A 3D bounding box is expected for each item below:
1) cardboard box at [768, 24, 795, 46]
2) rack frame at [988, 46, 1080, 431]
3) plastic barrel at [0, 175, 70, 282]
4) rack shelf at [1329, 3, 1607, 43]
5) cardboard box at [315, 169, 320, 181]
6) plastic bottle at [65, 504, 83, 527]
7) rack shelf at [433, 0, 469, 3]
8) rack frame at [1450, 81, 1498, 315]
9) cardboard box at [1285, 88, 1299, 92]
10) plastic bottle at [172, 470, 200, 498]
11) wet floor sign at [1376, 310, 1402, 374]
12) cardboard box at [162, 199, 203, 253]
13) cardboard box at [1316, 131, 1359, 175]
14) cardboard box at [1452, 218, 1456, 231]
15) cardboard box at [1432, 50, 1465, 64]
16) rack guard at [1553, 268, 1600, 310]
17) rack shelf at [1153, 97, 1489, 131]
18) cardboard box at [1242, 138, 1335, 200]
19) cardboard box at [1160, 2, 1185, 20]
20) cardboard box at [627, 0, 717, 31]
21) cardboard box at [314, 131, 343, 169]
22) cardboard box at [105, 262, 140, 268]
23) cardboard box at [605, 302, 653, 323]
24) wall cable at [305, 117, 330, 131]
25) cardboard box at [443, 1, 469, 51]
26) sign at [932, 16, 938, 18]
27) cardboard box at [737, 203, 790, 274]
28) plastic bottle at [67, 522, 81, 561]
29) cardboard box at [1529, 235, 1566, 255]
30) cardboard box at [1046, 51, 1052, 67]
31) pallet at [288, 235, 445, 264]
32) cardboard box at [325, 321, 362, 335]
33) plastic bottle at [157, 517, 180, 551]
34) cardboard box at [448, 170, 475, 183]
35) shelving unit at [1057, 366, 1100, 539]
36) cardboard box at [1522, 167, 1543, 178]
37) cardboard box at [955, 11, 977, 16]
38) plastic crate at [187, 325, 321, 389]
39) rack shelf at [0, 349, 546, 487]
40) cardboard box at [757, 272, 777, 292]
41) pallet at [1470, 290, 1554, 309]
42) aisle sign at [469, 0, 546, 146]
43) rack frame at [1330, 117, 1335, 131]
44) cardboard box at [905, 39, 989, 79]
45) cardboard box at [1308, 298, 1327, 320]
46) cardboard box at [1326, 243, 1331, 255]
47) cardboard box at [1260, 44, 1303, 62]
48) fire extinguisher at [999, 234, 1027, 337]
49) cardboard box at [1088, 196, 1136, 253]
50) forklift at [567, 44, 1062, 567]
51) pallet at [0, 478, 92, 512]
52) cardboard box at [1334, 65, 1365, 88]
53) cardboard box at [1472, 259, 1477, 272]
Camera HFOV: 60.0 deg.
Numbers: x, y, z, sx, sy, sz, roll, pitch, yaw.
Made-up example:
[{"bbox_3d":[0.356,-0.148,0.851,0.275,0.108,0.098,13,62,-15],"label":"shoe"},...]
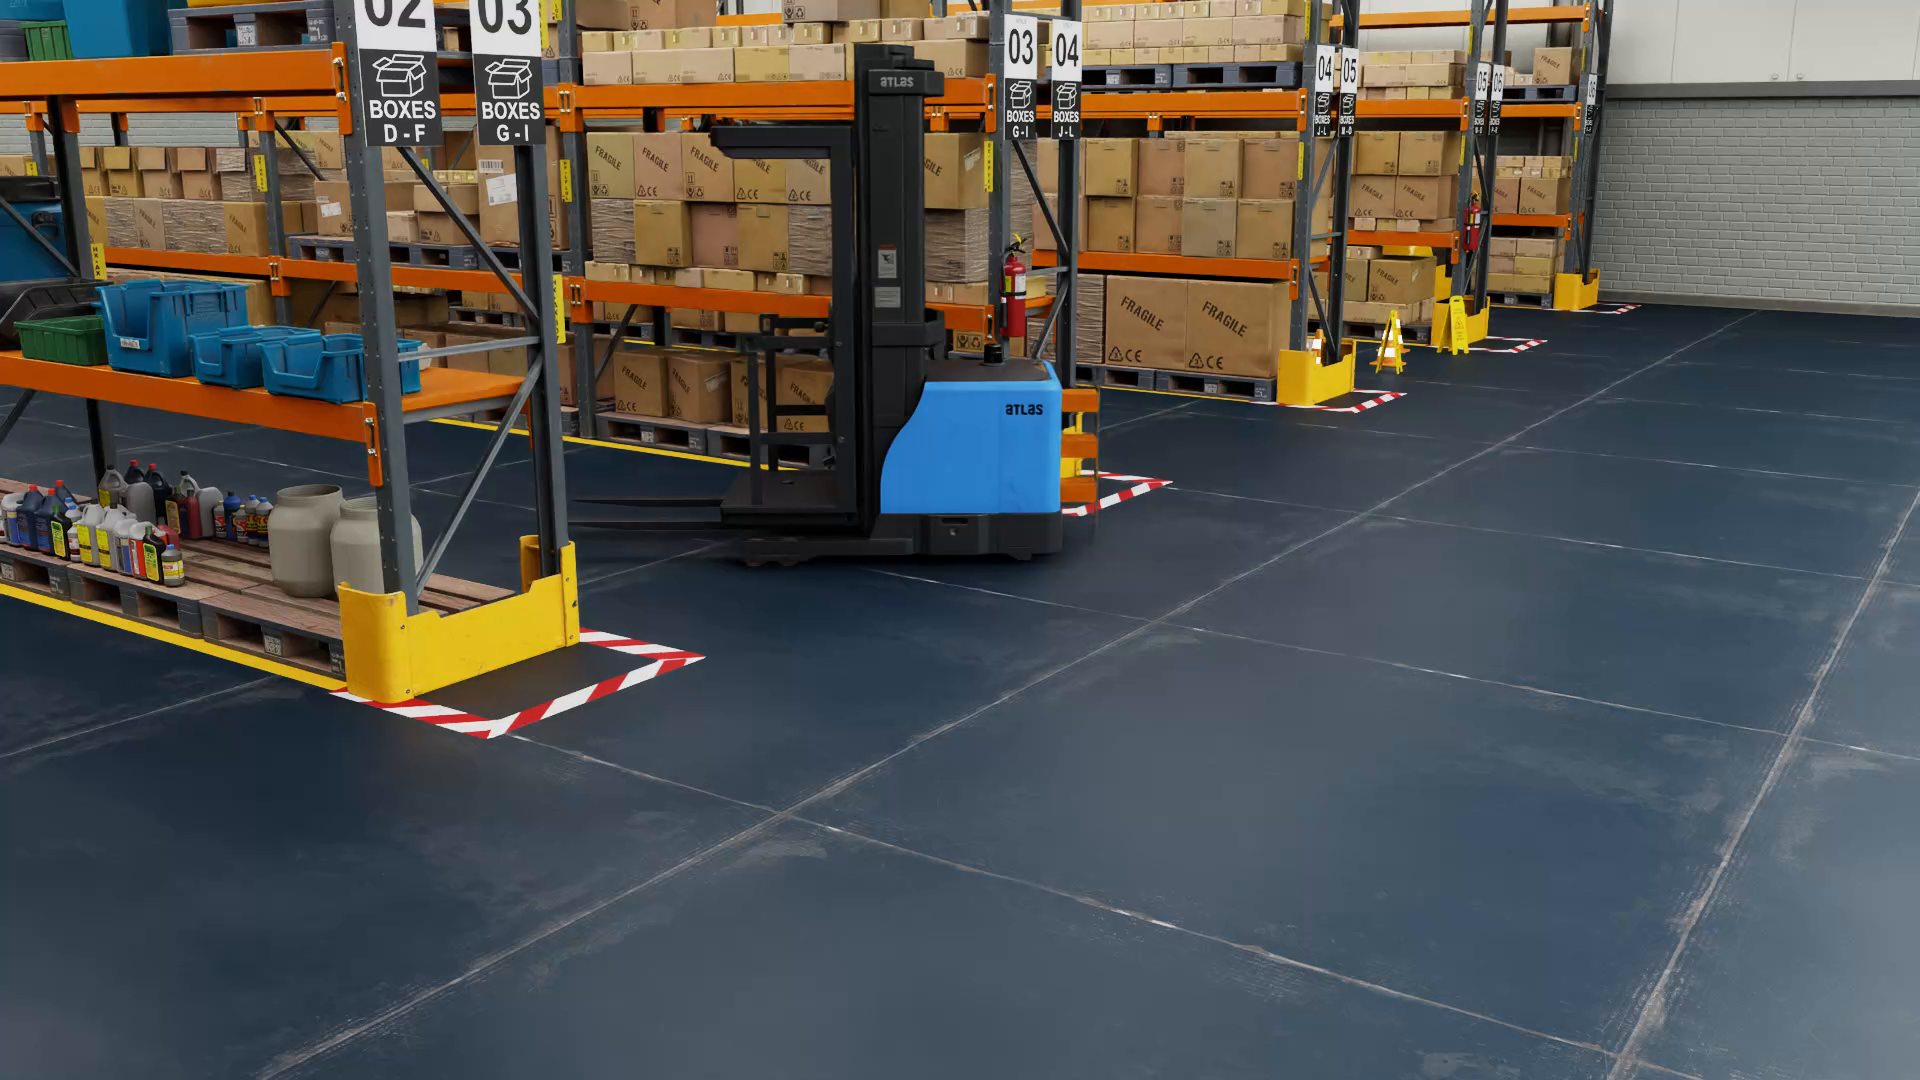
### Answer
[{"bbox_3d":[-1.166,-3.622,11.954,0.250,0.149,0.380,8,16,30],"label":"cardboard box"},{"bbox_3d":[0.516,-1.849,11.549,0.127,3.000,1.000,9,17,33],"label":"rack frame"},{"bbox_3d":[-5.719,-1.753,10.119,0.708,0.901,0.600,9,17,33],"label":"plastic barrel"},{"bbox_3d":[7.154,-7.452,24.028,4.000,0.370,1.077,9,17,33],"label":"rack shelf"},{"bbox_3d":[-8.833,-4.913,23.099,0.500,0.500,0.500,9,17,34],"label":"cardboard box"},{"bbox_3d":[-4.830,-0.058,9.078,0.097,0.271,0.097,0,14,0],"label":"plastic bottle"},{"bbox_3d":[-4.930,-6.534,20.320,4.000,0.370,1.077,9,17,33],"label":"rack shelf"},{"bbox_3d":[6.046,-3.825,19.531,0.127,3.000,1.000,9,17,33],"label":"rack frame"},{"bbox_3d":[4.130,-5.397,20.164,0.250,0.149,0.380,9,17,33],"label":"cardboard box"},{"bbox_3d":[-4.445,-0.227,9.596,0.185,0.351,0.144,9,17,32],"label":"plastic bottle"},{"bbox_3d":[4.497,-2.072,17.351,0.232,0.644,0.267,6,15,23],"label":"wet floor sign"},{"bbox_3d":[-7.513,-3.124,16.492,0.500,0.500,0.500,9,16,31],"label":"cardboard box"},{"bbox_3d":[4.604,-4.645,19.938,0.500,0.500,0.700,9,16,32],"label":"cardboard box"},{"bbox_3d":[5.880,-3.790,19.912,0.250,0.149,0.380,9,17,33],"label":"cardboard box"},{"bbox_3d":[5.601,-5.532,19.050,0.250,0.149,0.380,9,17,33],"label":"cardboard box"},{"bbox_3d":[8.834,-3.598,23.818,0.348,0.500,1.175,9,17,33],"label":"rack guard"},{"bbox_3d":[4.387,-5.200,20.340,4.000,0.370,1.077,9,17,33],"label":"rack shelf"},{"bbox_3d":[3.081,-3.479,15.574,0.550,0.550,0.875,9,17,33],"label":"cardboard box"},{"bbox_3d":[2.058,-4.911,15.460,0.250,0.149,0.380,9,17,33],"label":"cardboard box"},{"bbox_3d":[-2.288,-4.267,13.209,0.500,0.500,0.500,9,16,31],"label":"cardboard box"},{"bbox_3d":[-8.418,-5.327,22.691,0.500,0.500,0.500,9,16,31],"label":"cardboard box"},{"bbox_3d":[-8.899,-2.549,17.924,0.875,0.875,1.225,9,17,33],"label":"cardboard box"},{"bbox_3d":[-3.962,-2.924,20.219,0.500,0.500,0.500,9,17,33],"label":"cardboard box"},{"bbox_3d":[-11.922,-7.230,31.109,0.123,1.953,0.585,9,17,33],"label":"wall cable"},{"bbox_3d":[-3.920,-4.304,14.137,0.637,0.503,0.797,10,17,35],"label":"cardboard box"},{"bbox_3d":[-0.246,-5.111,16.753,0.005,0.325,0.100,9,17,33],"label":"sign"},{"bbox_3d":[-1.206,-2.309,12.581,0.500,0.500,0.875,9,17,33],"label":"cardboard box"},{"bbox_3d":[-4.751,0.006,8.964,0.097,0.201,0.097,0,14,0],"label":"plastic bottle"},{"bbox_3d":[8.520,-4.271,24.104,0.500,0.250,0.500,9,16,32],"label":"cardboard box"},{"bbox_3d":[1.006,-4.694,16.243,0.250,0.149,0.380,9,16,32],"label":"cardboard box"},{"bbox_3d":[-5.472,-2.754,15.606,1.003,0.211,1.213,9,17,33],"label":"pallet"},{"bbox_3d":[-5.555,-1.836,15.783,0.500,0.500,0.700,8,16,30],"label":"cardboard box"},{"bbox_3d":[-4.152,0.024,8.719,0.133,0.283,0.061,9,17,33],"label":"plastic bottle"},{"bbox_3d":[-6.285,-4.623,21.168,0.250,0.149,0.380,10,17,34],"label":"cardboard box"},{"bbox_3d":[0.726,-0.540,10.322,0.252,1.050,0.215,0,14,-1],"label":"shelving unit"},{"bbox_3d":[8.141,-5.197,23.518,0.250,0.149,0.380,9,17,34],"label":"cardboard box"},{"bbox_3d":[0.161,-5.217,16.697,0.250,0.149,0.380,9,17,33],"label":"cardboard box"},{"bbox_3d":[-3.367,-0.885,7.964,0.408,0.251,0.499,9,17,33],"label":"plastic crate"},{"bbox_3d":[-3.908,-0.780,8.729,4.000,0.370,1.077,9,17,33],"label":"rack shelf"},{"bbox_3d":[-1.308,-1.951,12.487,0.250,0.149,0.380,9,17,33],"label":"cardboard box"},{"bbox_3d":[8.156,-3.556,24.247,1.213,0.211,1.003,9,17,33],"label":"pallet"},{"bbox_3d":[-2.025,-2.172,7.444,0.004,0.787,0.394,9,17,33],"label":"aisle sign"},{"bbox_3d":[5.495,-5.351,25.698,0.127,3.000,1.000,9,17,33],"label":"rack frame"},{"bbox_3d":[-0.026,-3.246,11.263,0.500,0.250,0.500,10,17,34],"label":"cardboard box"},{"bbox_3d":[4.363,-2.889,20.598,0.500,0.250,0.500,8,16,31],"label":"cardboard box"},{"bbox_3d":[4.470,-3.534,20.294,0.250,0.149,0.380,10,17,35],"label":"cardboard box"},{"bbox_3d":[2.903,-4.388,15.004,0.250,0.149,0.380,9,17,33],"label":"cardboard box"},{"bbox_3d":[0.353,-1.704,11.125,0.183,0.674,0.296,9,17,33],"label":"fire extinguisher"},{"bbox_3d":[1.708,-3.170,16.574,0.500,0.550,0.875,9,17,33],"label":"cardboard box"},{"bbox_3d":[-0.919,-1.396,9.864,3.031,2.935,1.130,0,14,-1],"label":"forklift"},{"bbox_3d":[-6.241,-0.142,10.456,1.213,0.211,1.003,9,17,33],"label":"pallet"},{"bbox_3d":[4.622,-5.503,19.764,0.500,0.250,0.500,10,17,34],"label":"cardboard box"},{"bbox_3d":[7.385,-4.064,24.306,0.500,0.250,0.500,9,16,32],"label":"cardboard box"}]
